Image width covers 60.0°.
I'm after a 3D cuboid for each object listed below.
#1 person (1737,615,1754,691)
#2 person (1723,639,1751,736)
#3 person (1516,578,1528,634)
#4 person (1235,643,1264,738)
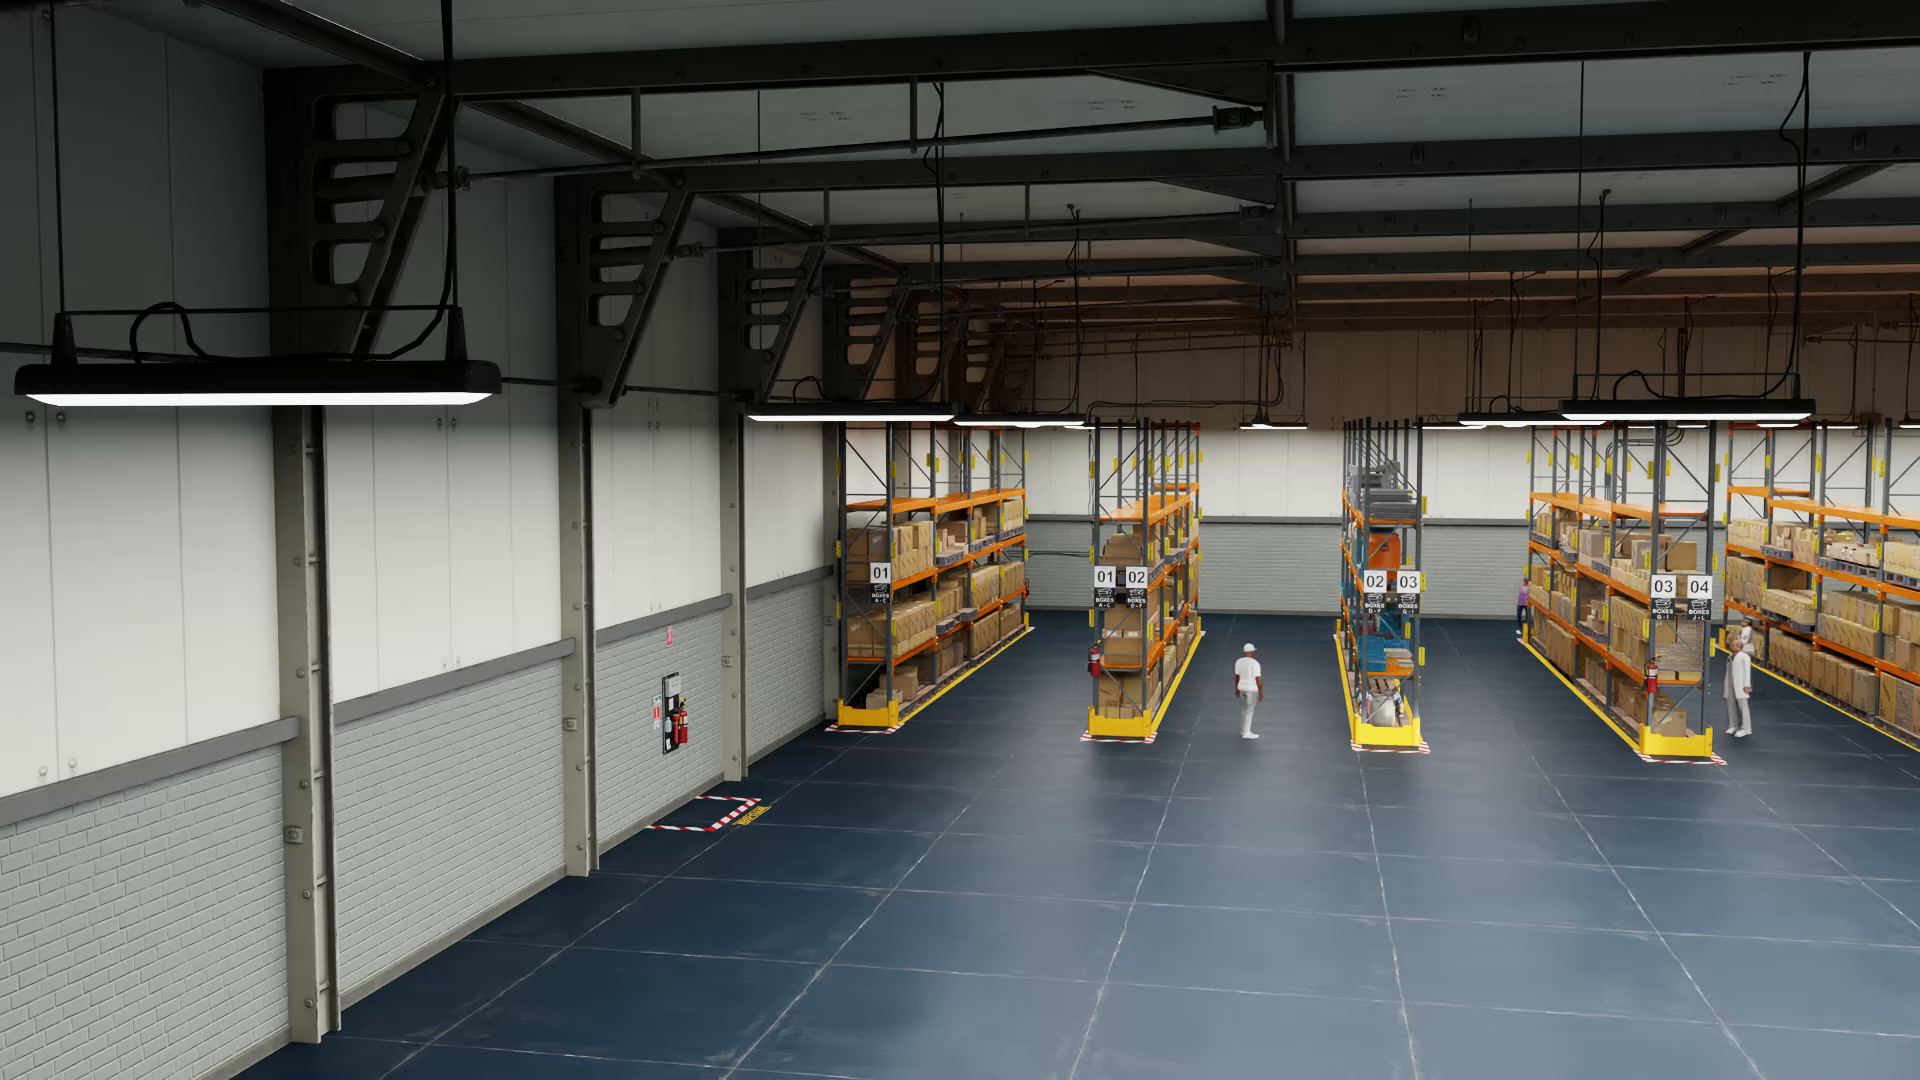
[{"bbox_3d":[17.293,2.519,36.636,0.519,1.736,0.462,-2,4,-31],"label":"person"},{"bbox_3d":[14.710,2.784,31.533,0.473,1.787,0.603,-2,4,-28],"label":"person"},{"bbox_3d":[15.985,1.872,47.122,0.449,1.587,0.373,2,4,30],"label":"person"},{"bbox_3d":[5.478,2.823,31.184,0.506,1.776,0.621,-2,4,-33],"label":"person"}]
